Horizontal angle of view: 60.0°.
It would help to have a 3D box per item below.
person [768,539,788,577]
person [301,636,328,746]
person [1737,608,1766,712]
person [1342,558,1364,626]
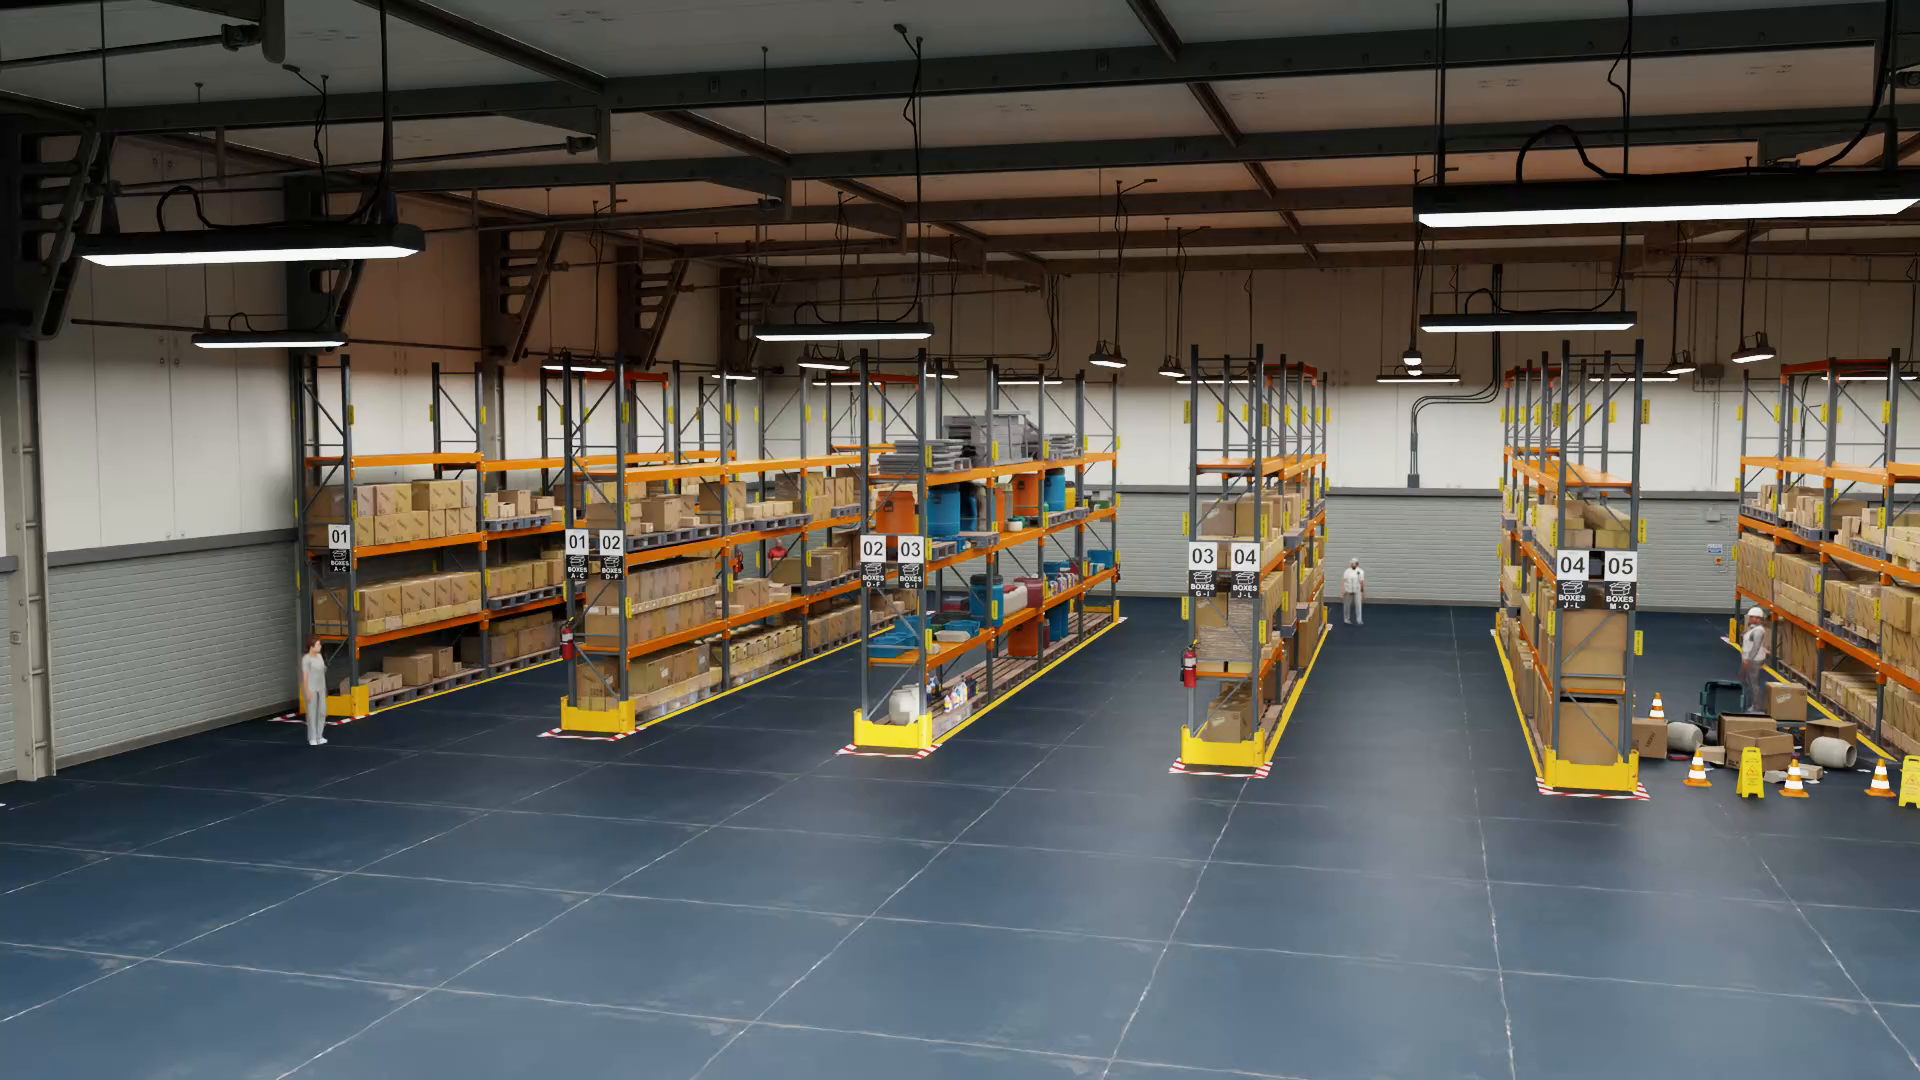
[{"bbox_3d":[-4.868,0.802,44.572,0.562,1.663,1.078,0,4,-6],"label":"person"},{"bbox_3d":[-9.808,2.282,25.214,0.376,1.666,0.494,2,5,25],"label":"person"},{"bbox_3d":[13.304,2.011,27.961,0.495,1.768,0.581,4,6,41],"label":"person"},{"bbox_3d":[9.342,1.229,39.471,0.527,1.596,1.004,1,4,9],"label":"person"}]
